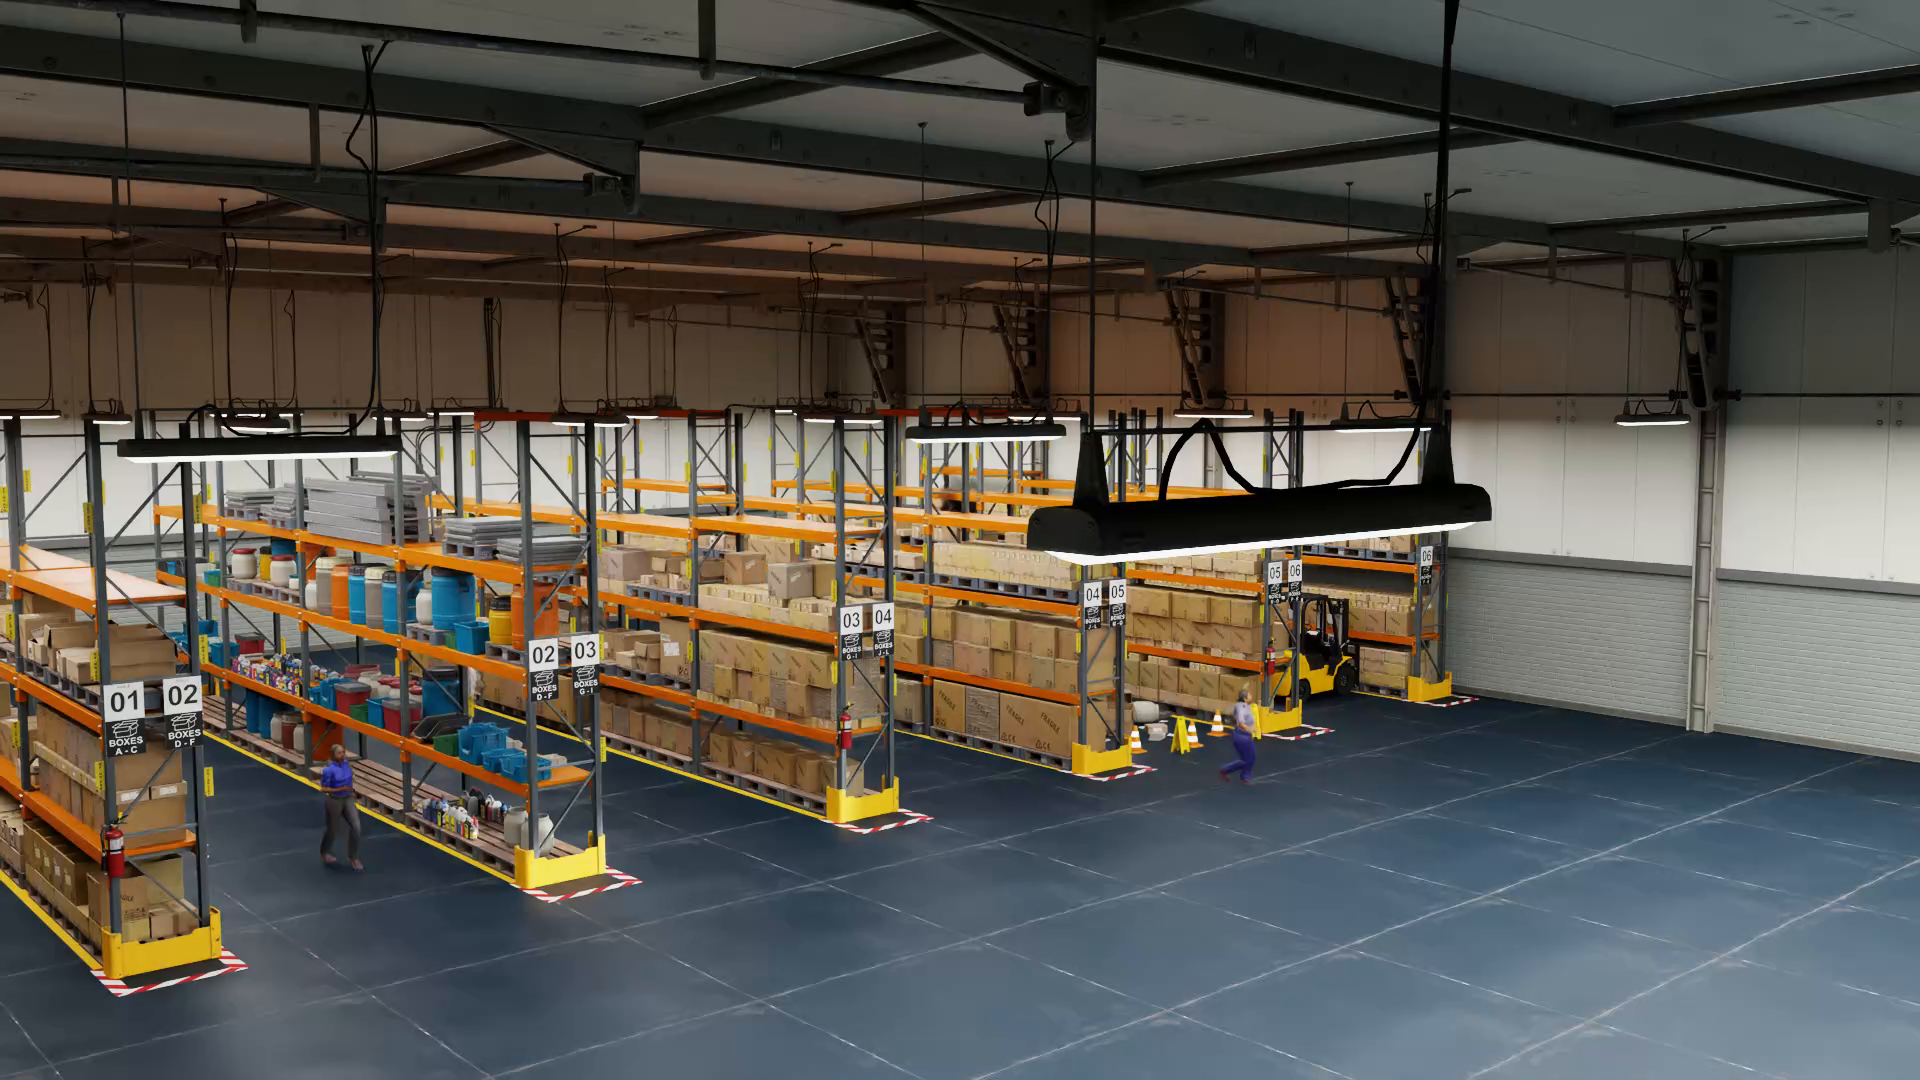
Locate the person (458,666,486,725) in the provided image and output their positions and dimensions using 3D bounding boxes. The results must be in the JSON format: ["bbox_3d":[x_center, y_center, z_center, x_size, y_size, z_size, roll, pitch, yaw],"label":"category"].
[{"bbox_3d":[-8.767,2.862,29.358,0.886,1.837,0.651,4,6,35],"label":"person"}]

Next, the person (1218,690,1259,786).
[{"bbox_3d":[4.496,3.207,26.785,0.664,1.622,0.651,0,5,1],"label":"person"}]

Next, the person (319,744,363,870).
[{"bbox_3d":[-8.291,3.566,22.196,0.770,1.721,0.558,4,6,35],"label":"person"}]
